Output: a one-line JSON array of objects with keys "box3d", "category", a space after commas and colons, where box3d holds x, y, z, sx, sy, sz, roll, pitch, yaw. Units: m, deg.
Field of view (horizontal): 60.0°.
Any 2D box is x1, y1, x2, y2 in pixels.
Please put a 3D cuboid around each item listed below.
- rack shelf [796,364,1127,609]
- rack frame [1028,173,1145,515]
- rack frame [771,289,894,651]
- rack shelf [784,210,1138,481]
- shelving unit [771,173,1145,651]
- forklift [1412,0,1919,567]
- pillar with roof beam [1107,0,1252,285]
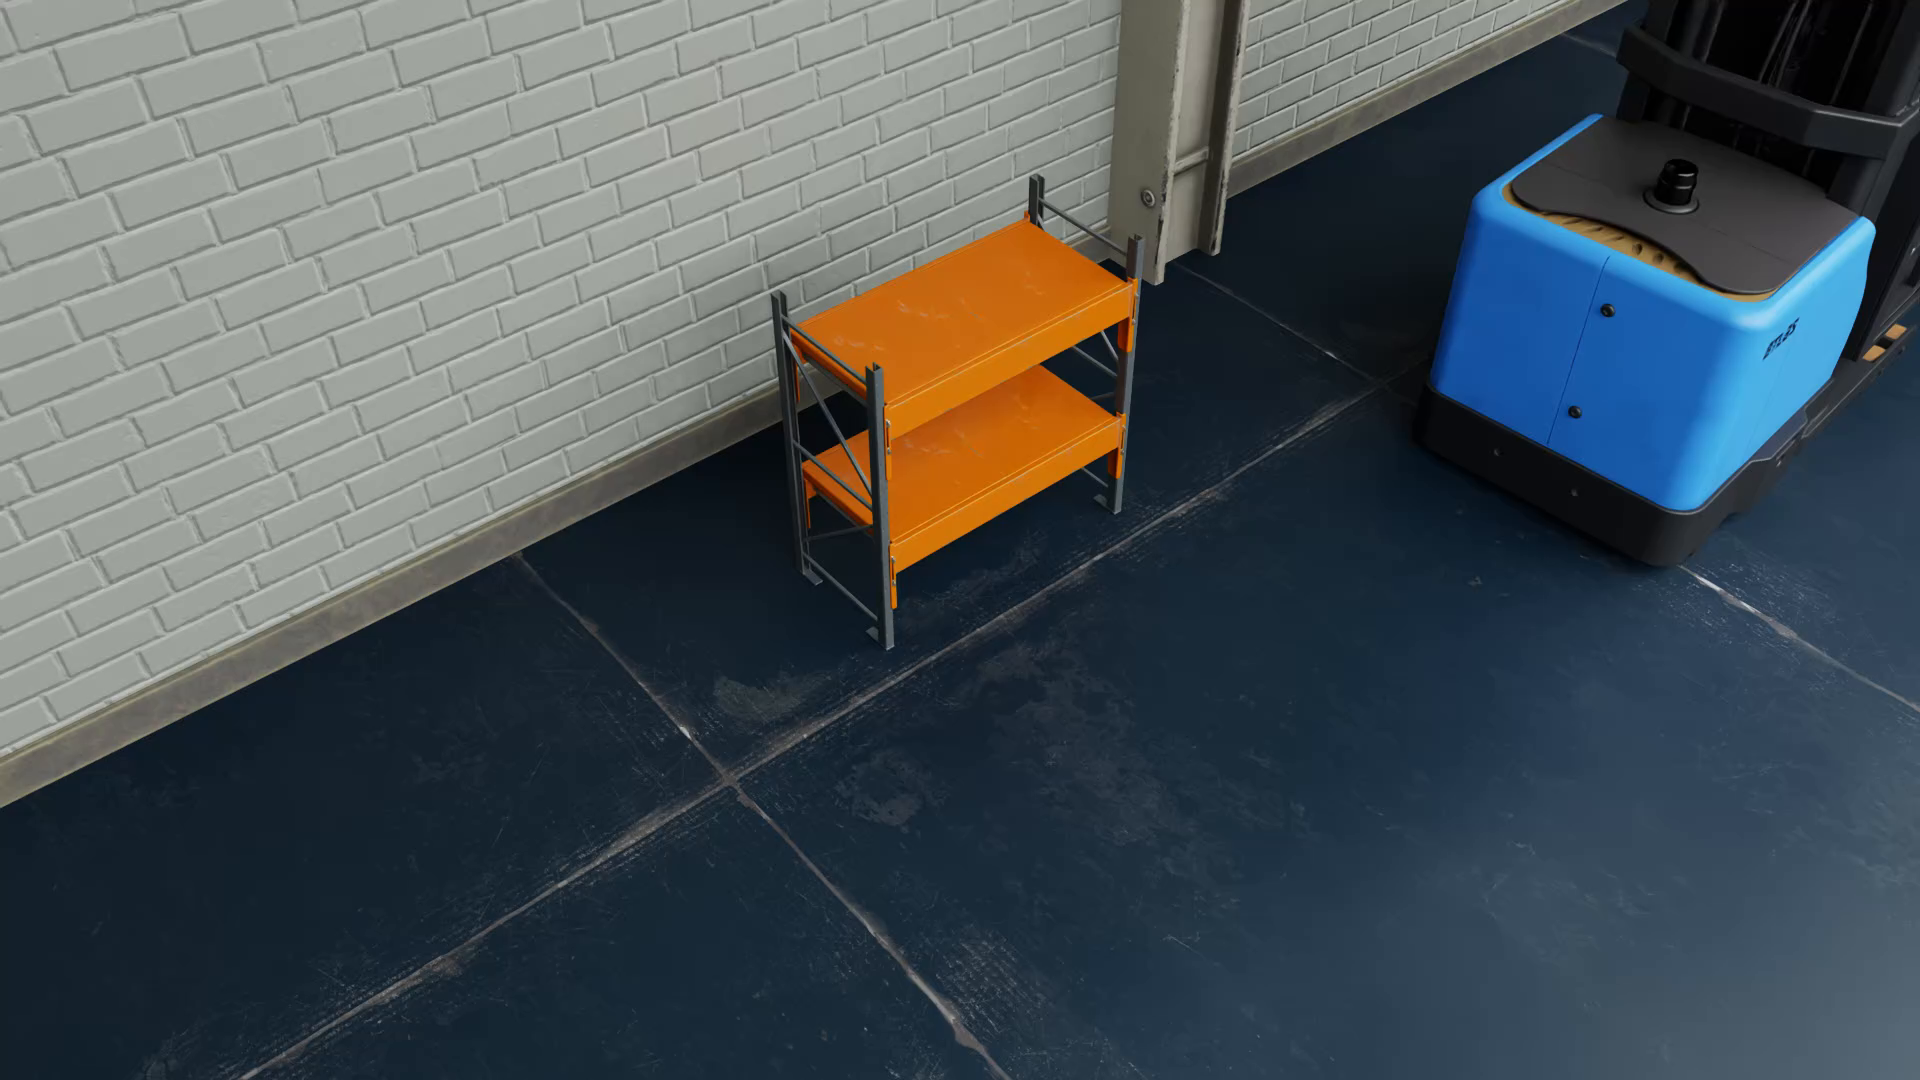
[{"box3d": [0.005, -0.235, 5.535, 1.000, 0.278, 0.538, -30, 51, -28], "category": "rack shelf"}, {"box3d": [0.395, -0.636, 5.606, 0.032, 1.125, 0.500, -30, 51, -28], "category": "rack frame"}, {"box3d": [-0.385, -0.190, 5.130, 0.032, 1.125, 0.500, -30, 51, -28], "category": "rack frame"}, {"box3d": [0.005, -0.626, 5.168, 1.000, 0.278, 0.538, -30, 51, -28], "category": "rack shelf"}, {"box3d": [0.005, -0.413, 5.368, 1.048, 1.125, 0.538, -30, 51, -28], "category": "shelving unit"}, {"box3d": [3.048, -1.881, 5.612, 3.031, 2.935, 1.130, -34, 53, -31], "category": "forklift"}, {"box3d": [3.619, -2.237, 1.558, 0.400, 9.000, 9.100, -30, 51, -28], "category": "pillar with roof beam"}]
